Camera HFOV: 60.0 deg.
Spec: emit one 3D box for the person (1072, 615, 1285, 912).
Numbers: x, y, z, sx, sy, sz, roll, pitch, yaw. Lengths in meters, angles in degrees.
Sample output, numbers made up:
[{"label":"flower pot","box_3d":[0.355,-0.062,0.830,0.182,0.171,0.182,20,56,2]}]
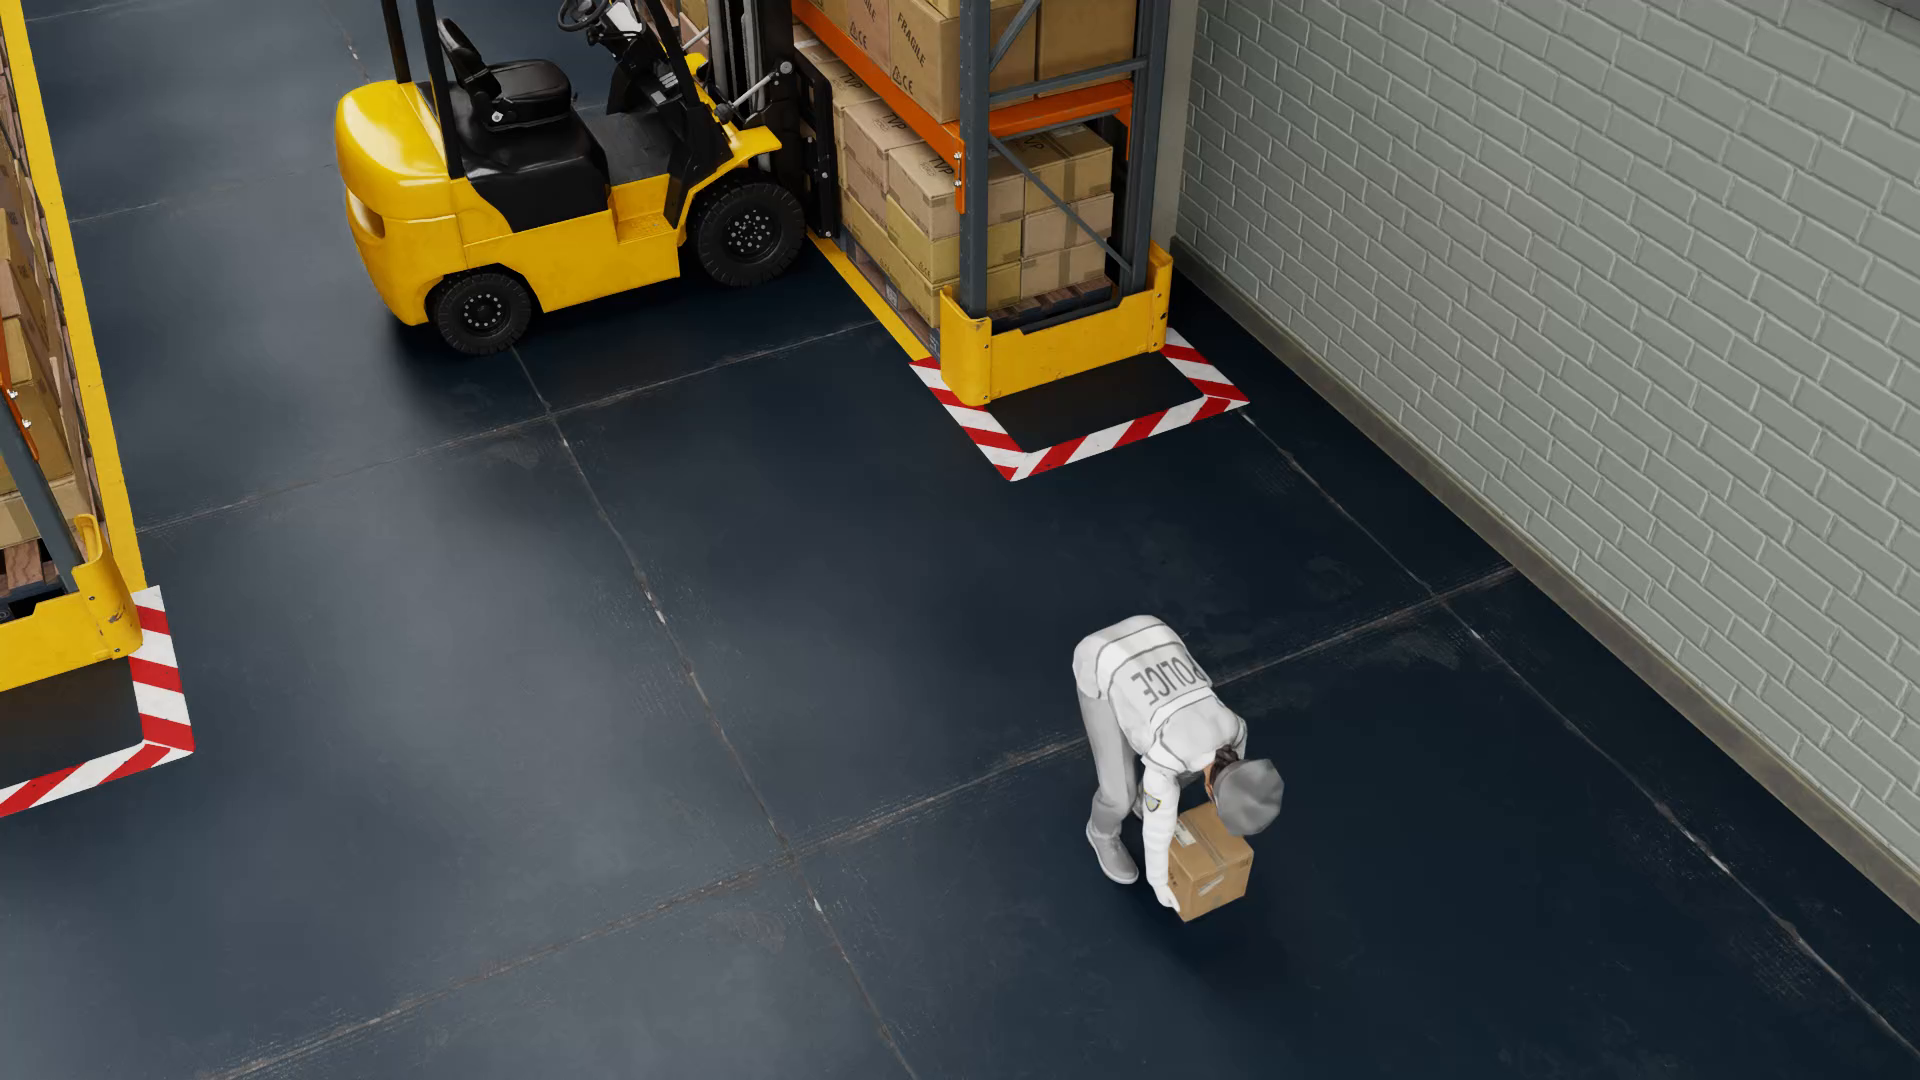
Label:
[{"label":"person","box_3d":[0.726,0.839,5.710,0.426,1.005,0.917,-21,46,-22]}]
